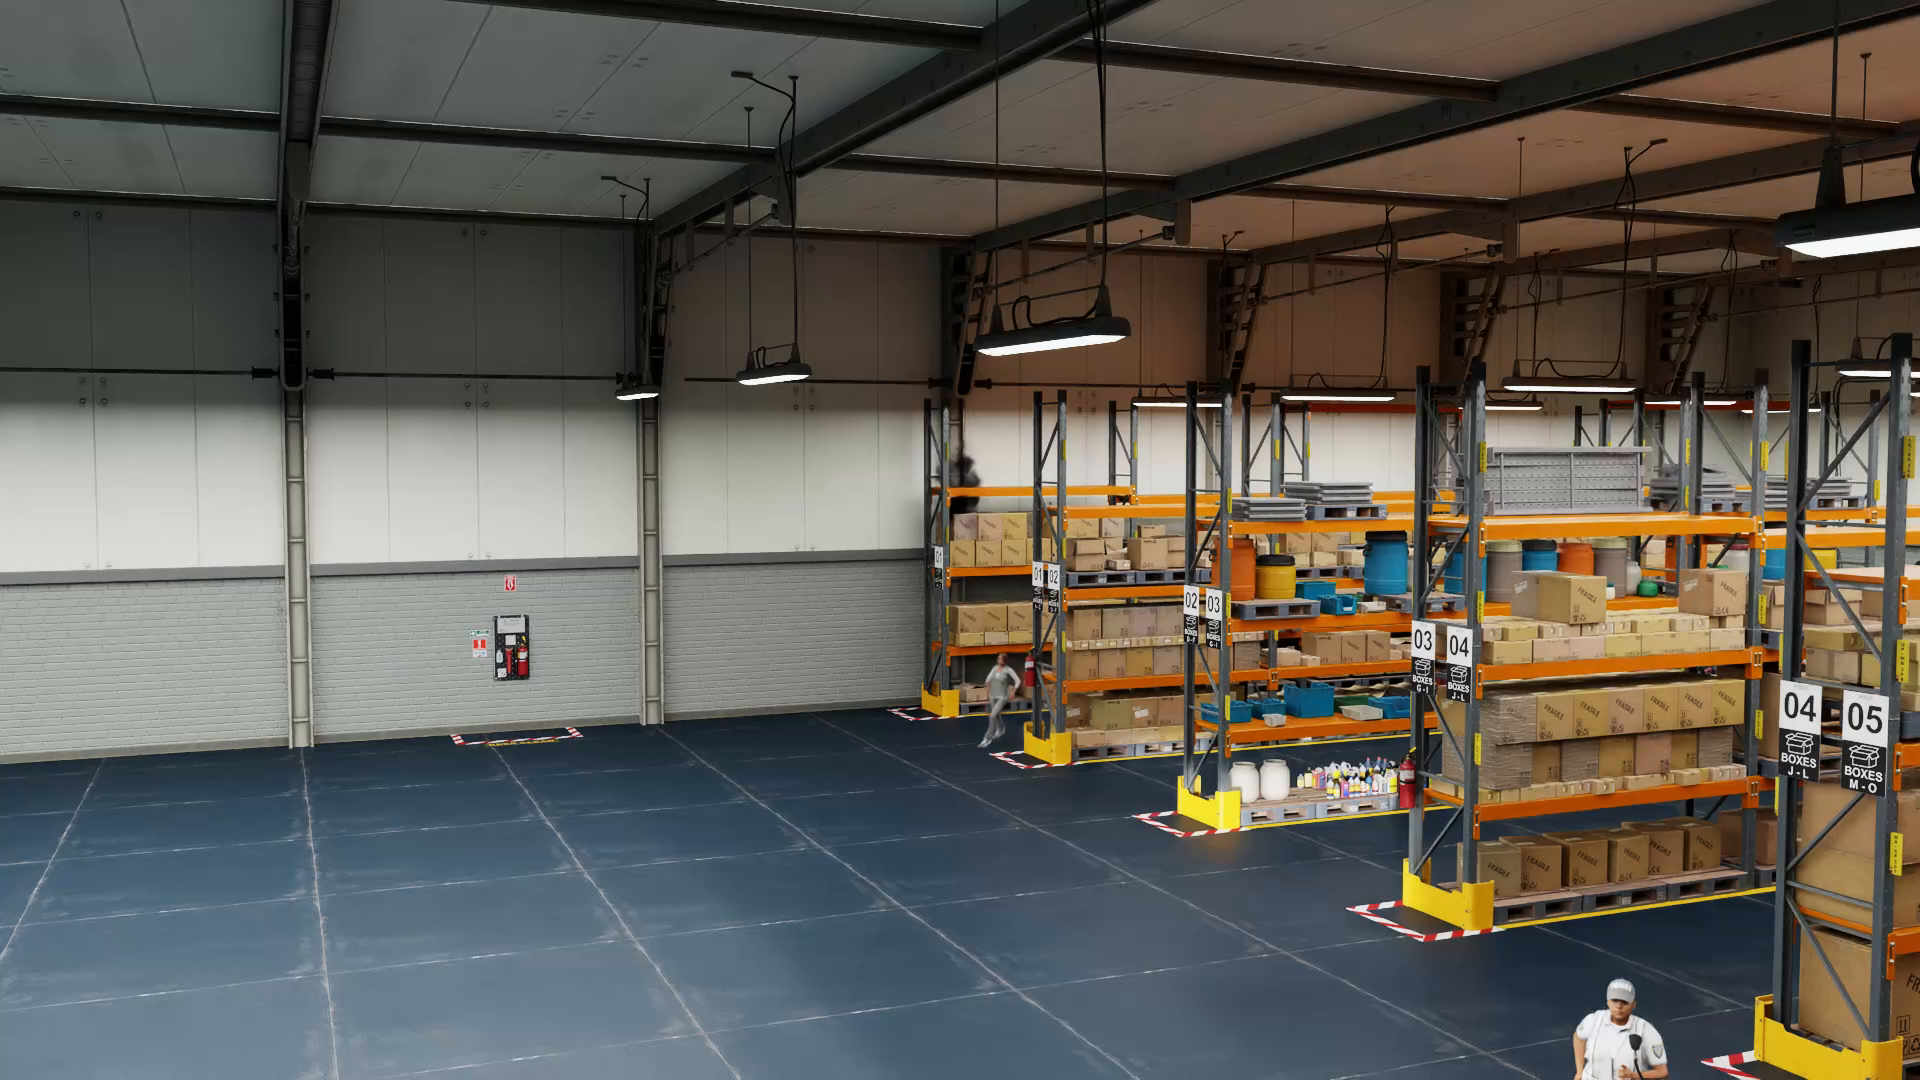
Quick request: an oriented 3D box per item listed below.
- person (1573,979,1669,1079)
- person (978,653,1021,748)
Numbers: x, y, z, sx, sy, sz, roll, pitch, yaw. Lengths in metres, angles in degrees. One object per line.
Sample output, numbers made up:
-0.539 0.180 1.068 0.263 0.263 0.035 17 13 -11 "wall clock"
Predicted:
4.273 3.675 10.798 0.598 1.674 0.919 2 4 26 "person"
0.669 2.704 28.273 0.609 1.593 0.816 3 4 39 "person"
